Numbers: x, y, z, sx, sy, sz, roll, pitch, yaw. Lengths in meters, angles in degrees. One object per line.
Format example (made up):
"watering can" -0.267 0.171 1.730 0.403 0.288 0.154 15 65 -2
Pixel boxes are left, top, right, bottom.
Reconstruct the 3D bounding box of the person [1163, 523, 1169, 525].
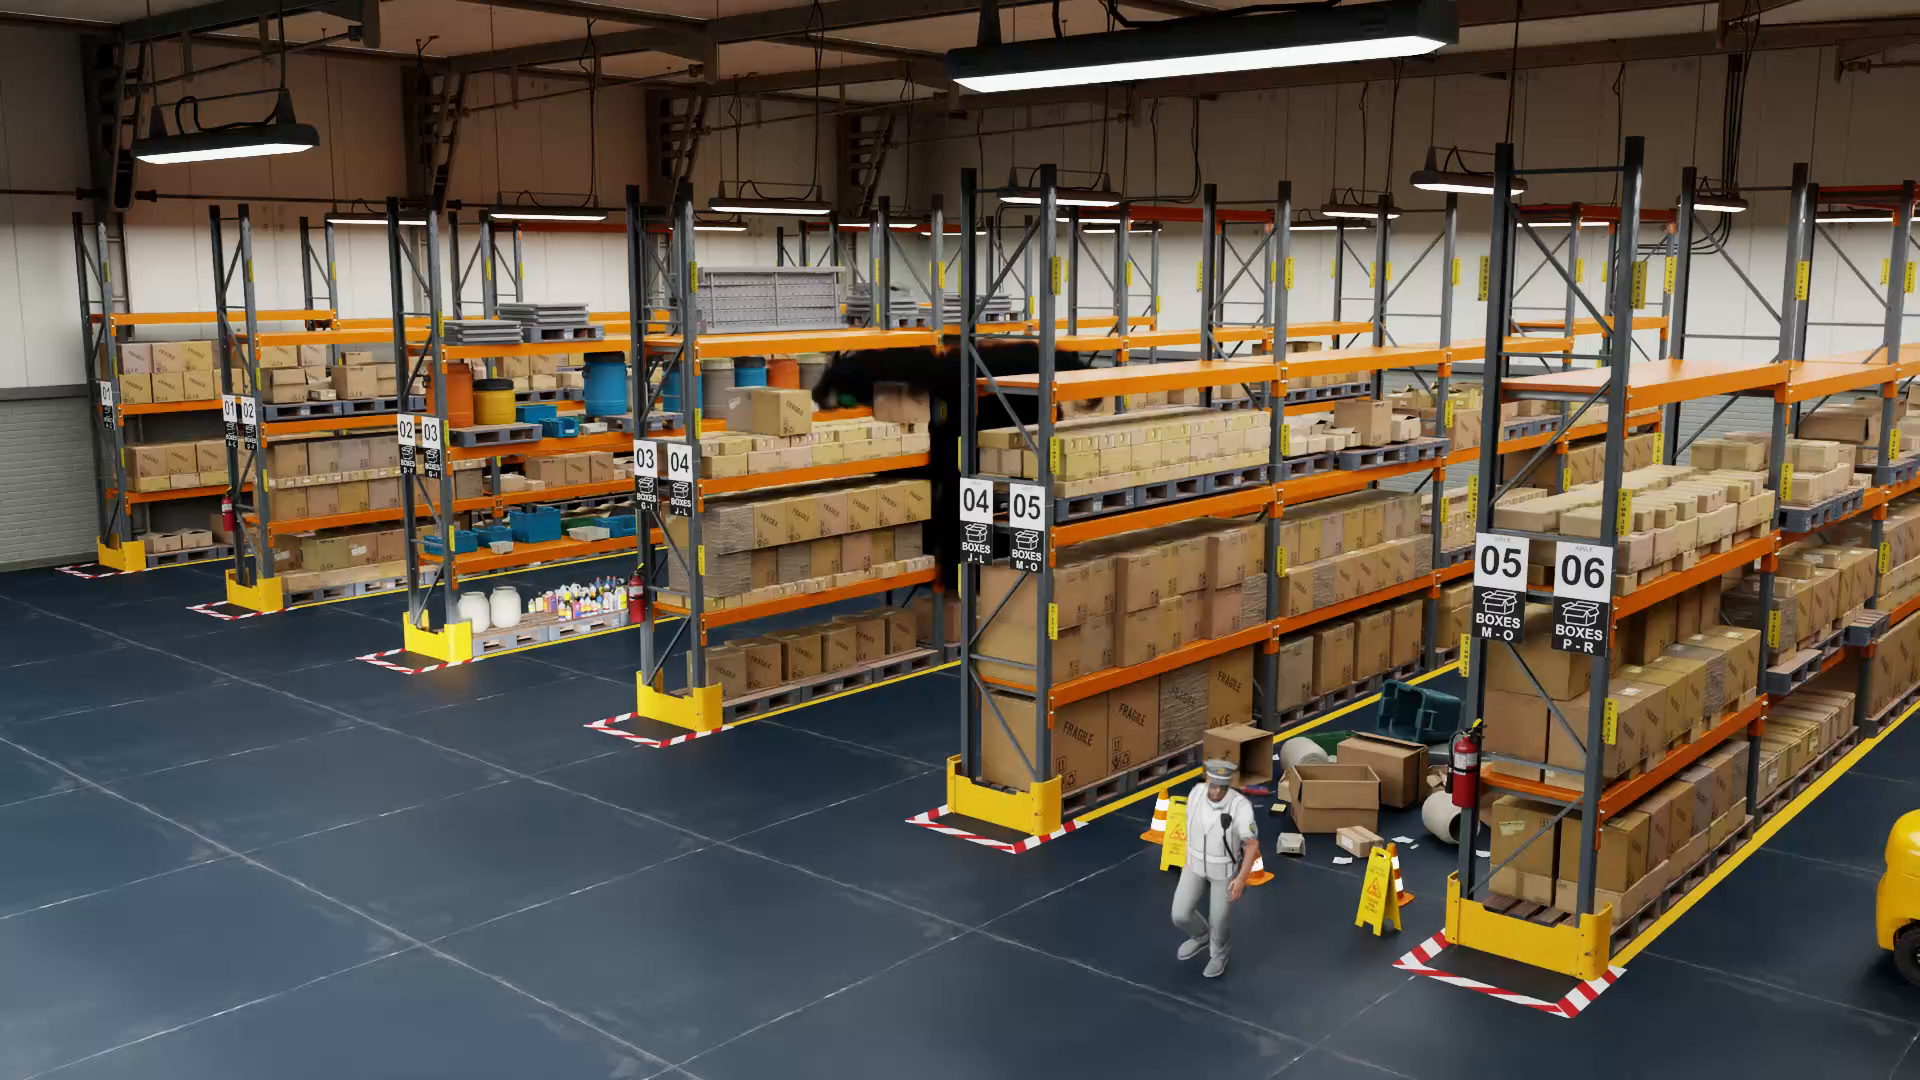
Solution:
"person" 2.951 0.277 22.816 0.582 1.726 0.636 7 12 35

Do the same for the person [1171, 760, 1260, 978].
"person" 1.844 2.370 11.967 0.663 1.704 0.655 5 11 27
